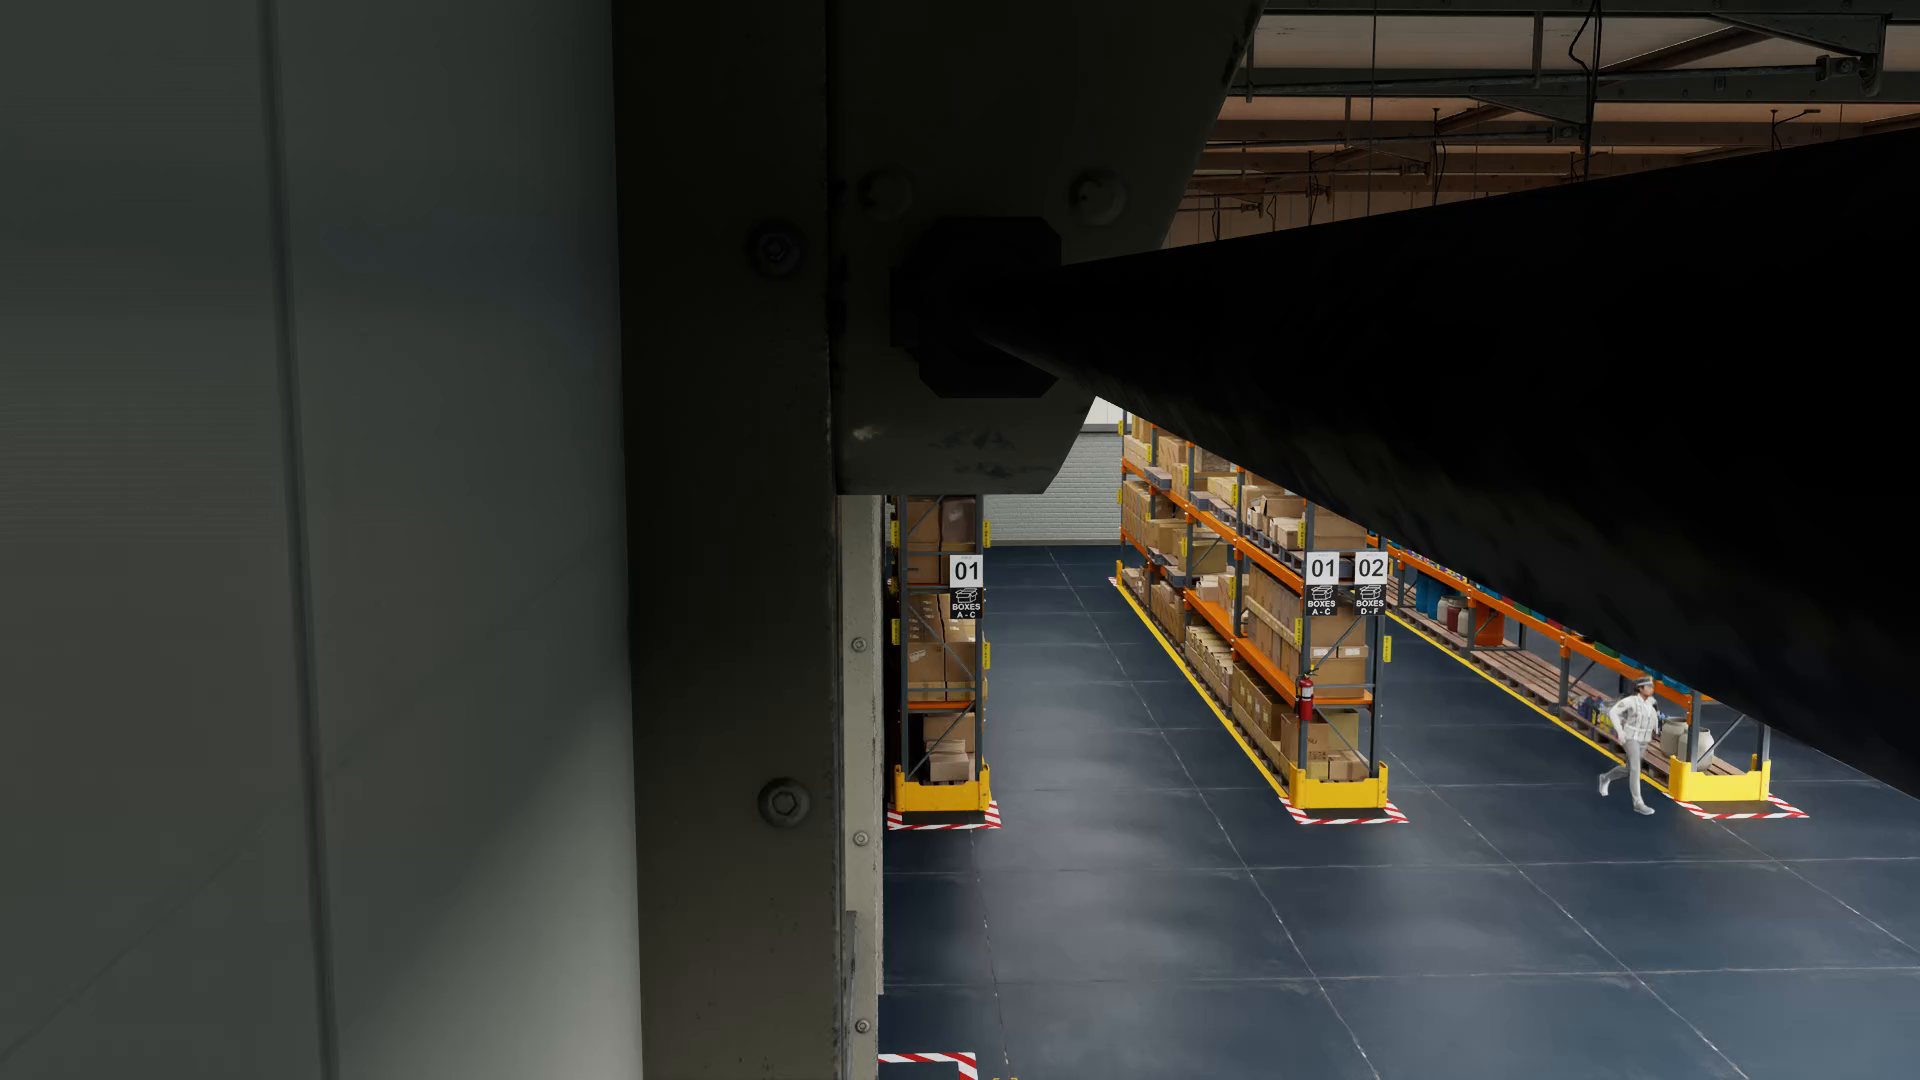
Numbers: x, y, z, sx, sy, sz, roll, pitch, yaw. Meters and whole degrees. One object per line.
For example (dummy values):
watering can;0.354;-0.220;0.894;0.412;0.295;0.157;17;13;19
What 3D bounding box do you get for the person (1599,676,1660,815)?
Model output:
person;8.359;2.464;20.507;0.652;1.641;0.959;-4;9;-23
